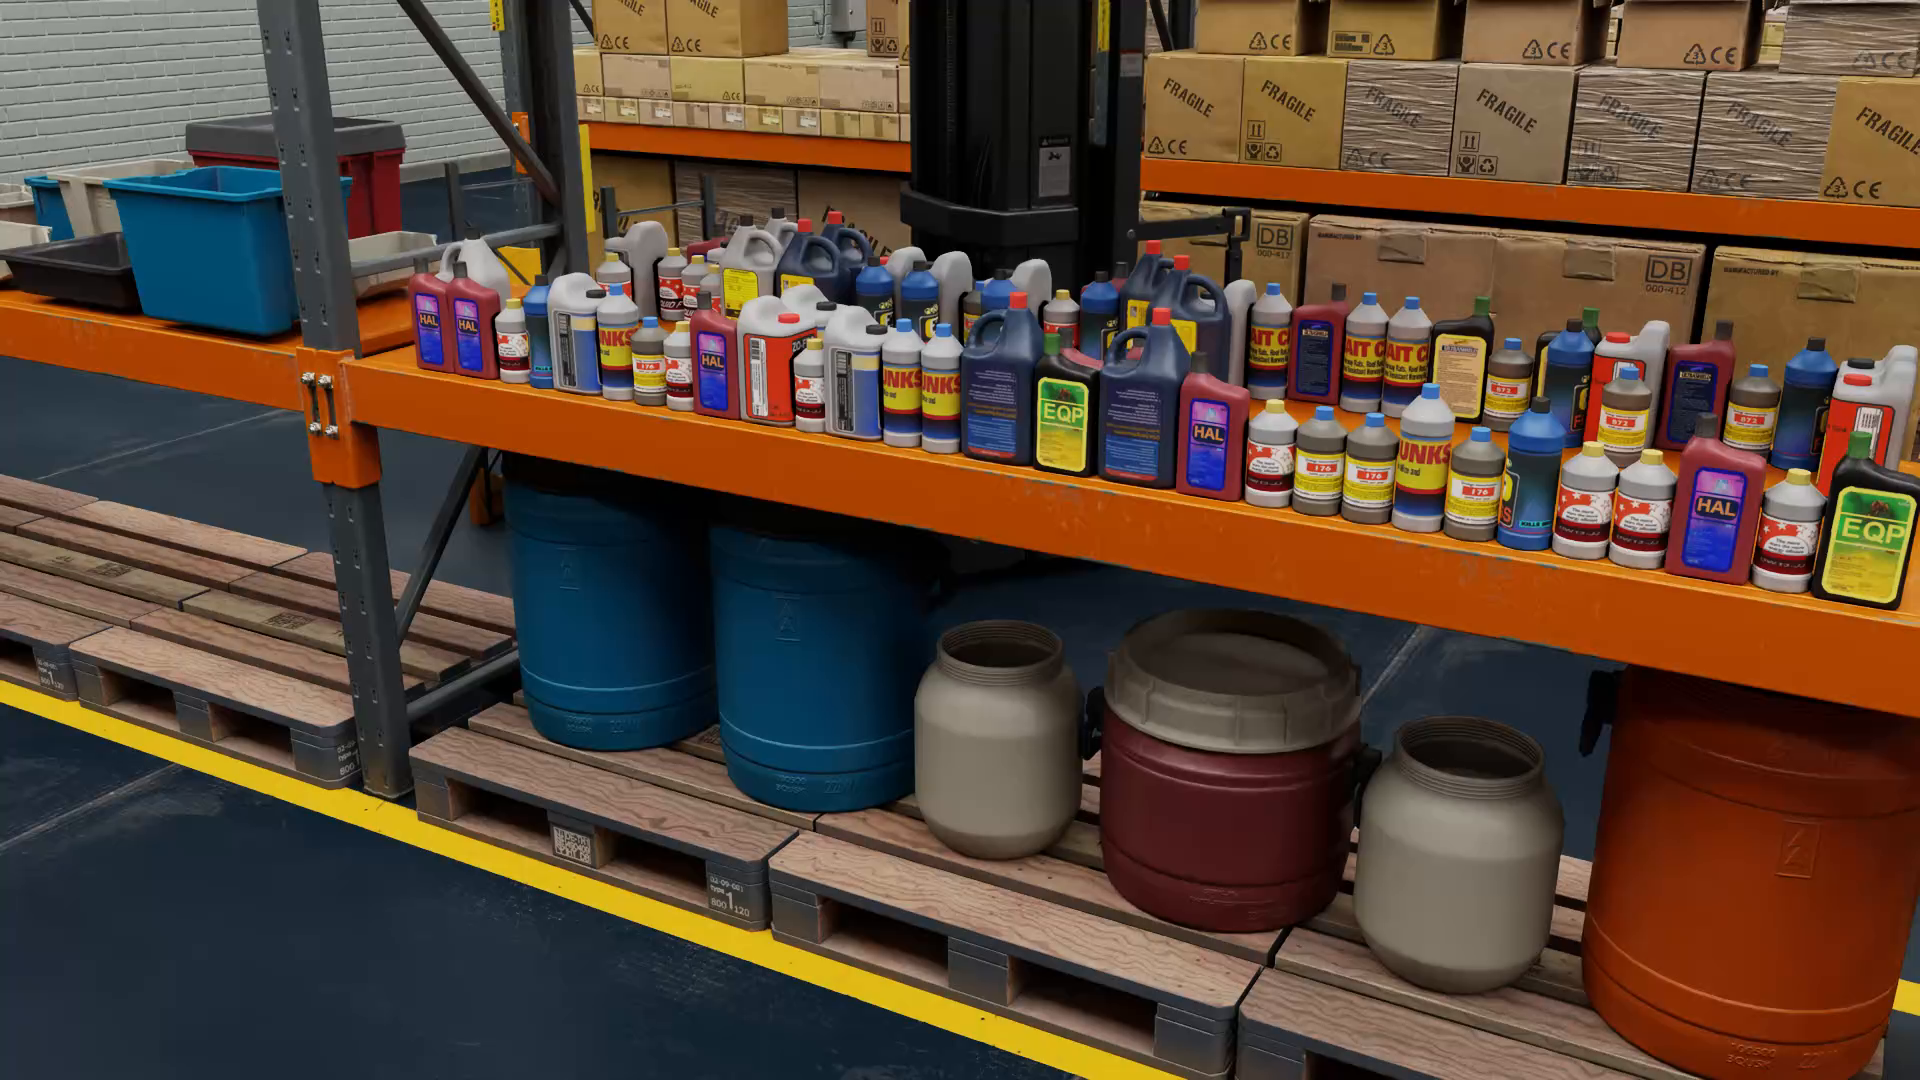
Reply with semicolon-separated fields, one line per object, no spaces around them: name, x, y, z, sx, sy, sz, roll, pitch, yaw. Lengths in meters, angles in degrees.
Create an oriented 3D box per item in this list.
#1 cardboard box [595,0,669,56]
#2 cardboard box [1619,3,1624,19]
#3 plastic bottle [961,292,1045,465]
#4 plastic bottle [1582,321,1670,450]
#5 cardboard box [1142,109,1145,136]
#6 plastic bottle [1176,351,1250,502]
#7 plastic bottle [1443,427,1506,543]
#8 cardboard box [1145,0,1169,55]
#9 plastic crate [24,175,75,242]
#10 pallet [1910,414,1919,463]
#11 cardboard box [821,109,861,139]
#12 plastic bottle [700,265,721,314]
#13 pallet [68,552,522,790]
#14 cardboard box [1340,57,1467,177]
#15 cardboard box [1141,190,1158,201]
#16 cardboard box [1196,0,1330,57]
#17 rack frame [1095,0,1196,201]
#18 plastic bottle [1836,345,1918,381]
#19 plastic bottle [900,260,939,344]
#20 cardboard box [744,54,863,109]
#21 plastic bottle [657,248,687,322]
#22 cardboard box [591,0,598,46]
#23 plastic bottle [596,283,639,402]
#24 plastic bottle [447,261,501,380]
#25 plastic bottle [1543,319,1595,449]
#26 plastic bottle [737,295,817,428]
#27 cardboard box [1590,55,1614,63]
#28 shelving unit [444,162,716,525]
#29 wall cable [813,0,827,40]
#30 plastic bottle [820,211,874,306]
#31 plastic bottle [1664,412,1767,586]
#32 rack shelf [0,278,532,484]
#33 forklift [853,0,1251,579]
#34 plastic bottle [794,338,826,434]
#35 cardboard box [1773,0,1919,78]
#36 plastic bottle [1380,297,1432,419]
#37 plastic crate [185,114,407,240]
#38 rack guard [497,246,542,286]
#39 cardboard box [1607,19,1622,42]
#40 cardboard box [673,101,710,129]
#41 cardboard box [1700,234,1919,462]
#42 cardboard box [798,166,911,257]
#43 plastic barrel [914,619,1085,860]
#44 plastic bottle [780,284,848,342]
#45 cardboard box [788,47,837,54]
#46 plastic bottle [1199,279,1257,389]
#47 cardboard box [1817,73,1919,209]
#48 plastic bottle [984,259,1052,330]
cardboard box;-1.789;-3.131;9.783;0.500;0.500;0.500;10;22;26
cardboard box;4.735;-3.689;11.517;0.250;0.149;0.380;12;23;29
plastic bottle;0.100;-0.347;3.495;0.185;0.351;0.144;11;23;27
plastic bottle;1.431;-0.335;3.571;0.135;0.276;0.152;11;23;27
cardboard box;0.883;-2.318;9.225;0.250;0.149;0.380;11;23;27
plastic bottle;0.496;-0.224;3.254;0.133;0.283;0.061;11;23;27
plastic bottle;0.946;-0.106;3.051;0.097;0.201;0.097;0;20;0
cardboard box;1.600;-4.193;13.443;0.500;0.500;0.500;10;22;26
plastic crate;-3.011;-1.163;5.829;0.300;0.233;0.416;11;23;27
pallet;3.819;-0.465;7.838;1.213;0.211;1.003;11;23;27
cardboard box;-0.569;-2.336;9.276;0.250;0.149;0.380;10;22;26
plastic bottle;-0.661;-0.650;4.548;0.097;0.201;0.097;0;20;0
pallet;-2.097;0.387;5.489;1.213;0.211;1.003;11;23;27
cardboard box;2.135;-2.017;7.880;0.500;0.500;0.500;10;22;26
cardboard box;1.652;-2.834;13.845;0.250;0.149;0.380;11;23;27
cardboard box;1.541;-2.703;8.299;0.637;0.503;0.797;10;22;26
rack frame;0.979;-2.288;8.773;0.127;3.000;1.000;11;23;27
plastic bottle;1.835;-0.258;3.359;0.135;0.276;0.152;11;23;27
plastic bottle;-0.103;-0.576;4.243;0.097;0.271;0.097;0;20;0
cardboard box;-0.874;-2.608;9.439;0.500;0.250;0.500;10;22;26
plastic bottle;-0.820;-0.739;4.796;0.097;0.201;0.097;0;20;0
cardboard box;-1.960;-3.372;10.446;0.500;0.500;0.500;11;23;28
plastic bottle;-0.811;-0.474;3.962;0.097;0.271;0.097;0;20;0
plastic bottle;-1.208;-0.548;4.149;0.133;0.283;0.061;11;23;27
plastic bottle;1.314;-0.342;3.598;0.097;0.271;0.097;0;20;0
plastic bottle;-0.410;-0.411;3.780;0.135;0.276;0.152;11;23;27
cardboard box;2.844;-2.084;8.066;0.500;0.500;0.500;11;23;27
shelving unit;-1.494;-0.735;6.692;1.083;1.500;0.587;17;26;39
wall cable;-1.933;-7.736;22.302;0.122;1.984;0.588;11;23;27
plastic bottle;-0.313;-0.704;4.479;0.185;0.351;0.144;11;23;27
plastic bottle;1.293;-0.072;2.835;0.133;0.283;0.061;11;23;27
rack shelf;-3.183;-0.808;5.748;4.000;0.370;1.077;11;23;27
forklift;0.611;-1.487;6.665;3.031;2.935;1.130;-9;22;-24
plastic bottle;-0.322;-0.348;3.717;0.097;0.201;0.097;0;20;0
cardboard box;3.841;-2.268;7.100;0.637;0.503;0.797;12;23;29
plastic bottle;1.026;-0.421;3.815;0.097;0.271;0.097;0;20;0
plastic crate;-2.094;-1.095;5.302;0.583;0.464;0.402;11;23;27
rack guard;-2.534;-1.782;11.044;0.348;0.500;1.175;11;23;27
cardboard box;4.522;-3.592;11.684;0.250;0.149;0.380;12;23;29
cardboard box;-1.466;-2.507;9.747;0.250;0.149;0.380;10;22;26
cardboard box;3.879;-0.942;7.563;0.875;0.875;1.225;10;22;25
cardboard box;-0.344;-1.770;9.845;0.875;0.875;0.875;11;23;27
plastic barrel;0.098;0.493;4.141;0.421;0.512;0.421;0;20;0
plastic bottle;-0.336;-0.456;3.905;0.135;0.276;0.152;11;23;27
cardboard box;-1.074;-2.852;10.111;0.500;0.250;0.500;10;22;25
plastic bottle;0.625;-0.489;3.995;0.135;0.276;0.152;11;23;27
cardboard box;3.919;-1.678;6.945;0.500;0.500;0.500;12;23;29
plastic bottle;0.144;-0.580;4.247;0.135;0.276;0.152;11;23;27
